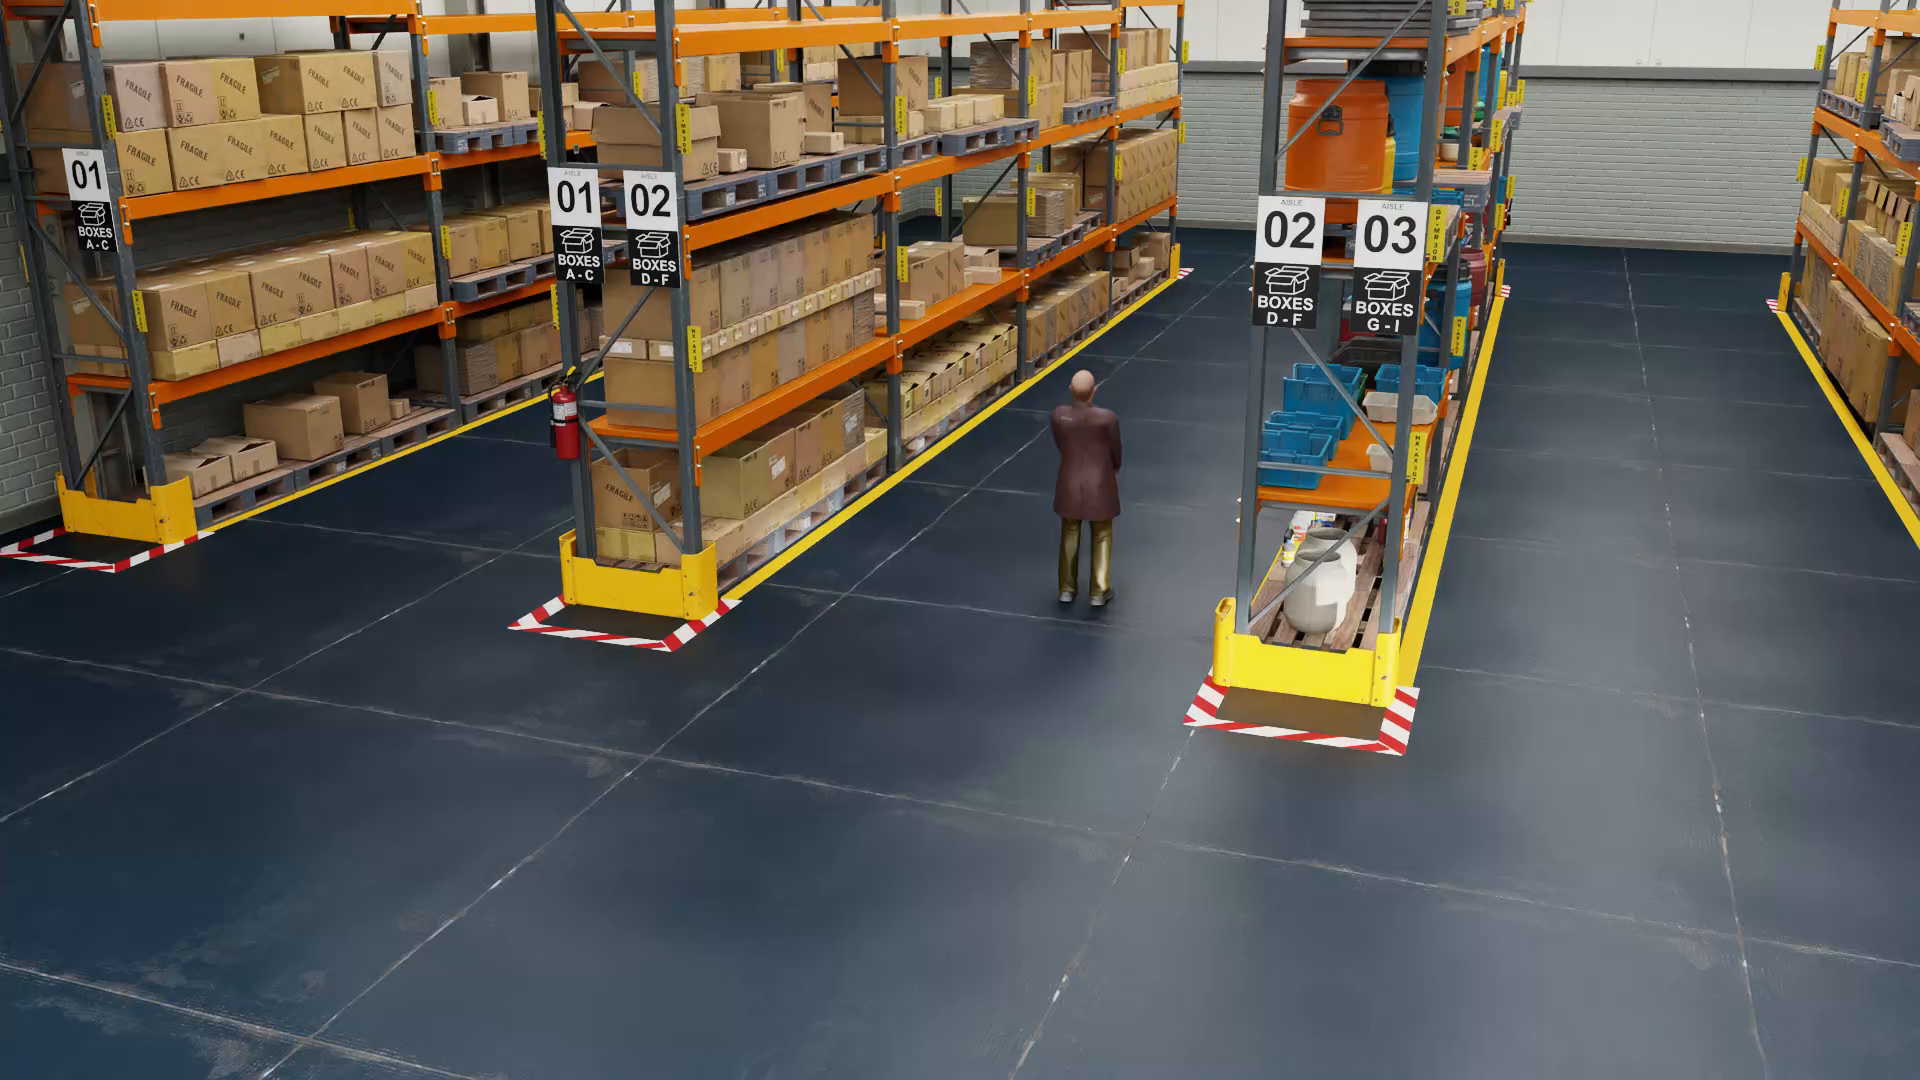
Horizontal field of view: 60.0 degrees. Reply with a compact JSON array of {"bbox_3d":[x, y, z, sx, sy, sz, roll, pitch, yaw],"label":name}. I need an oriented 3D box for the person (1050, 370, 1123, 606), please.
[{"bbox_3d":[0.961,-0.425,12.374,0.530,1.770,0.555,7,20,19],"label":"person"}]
